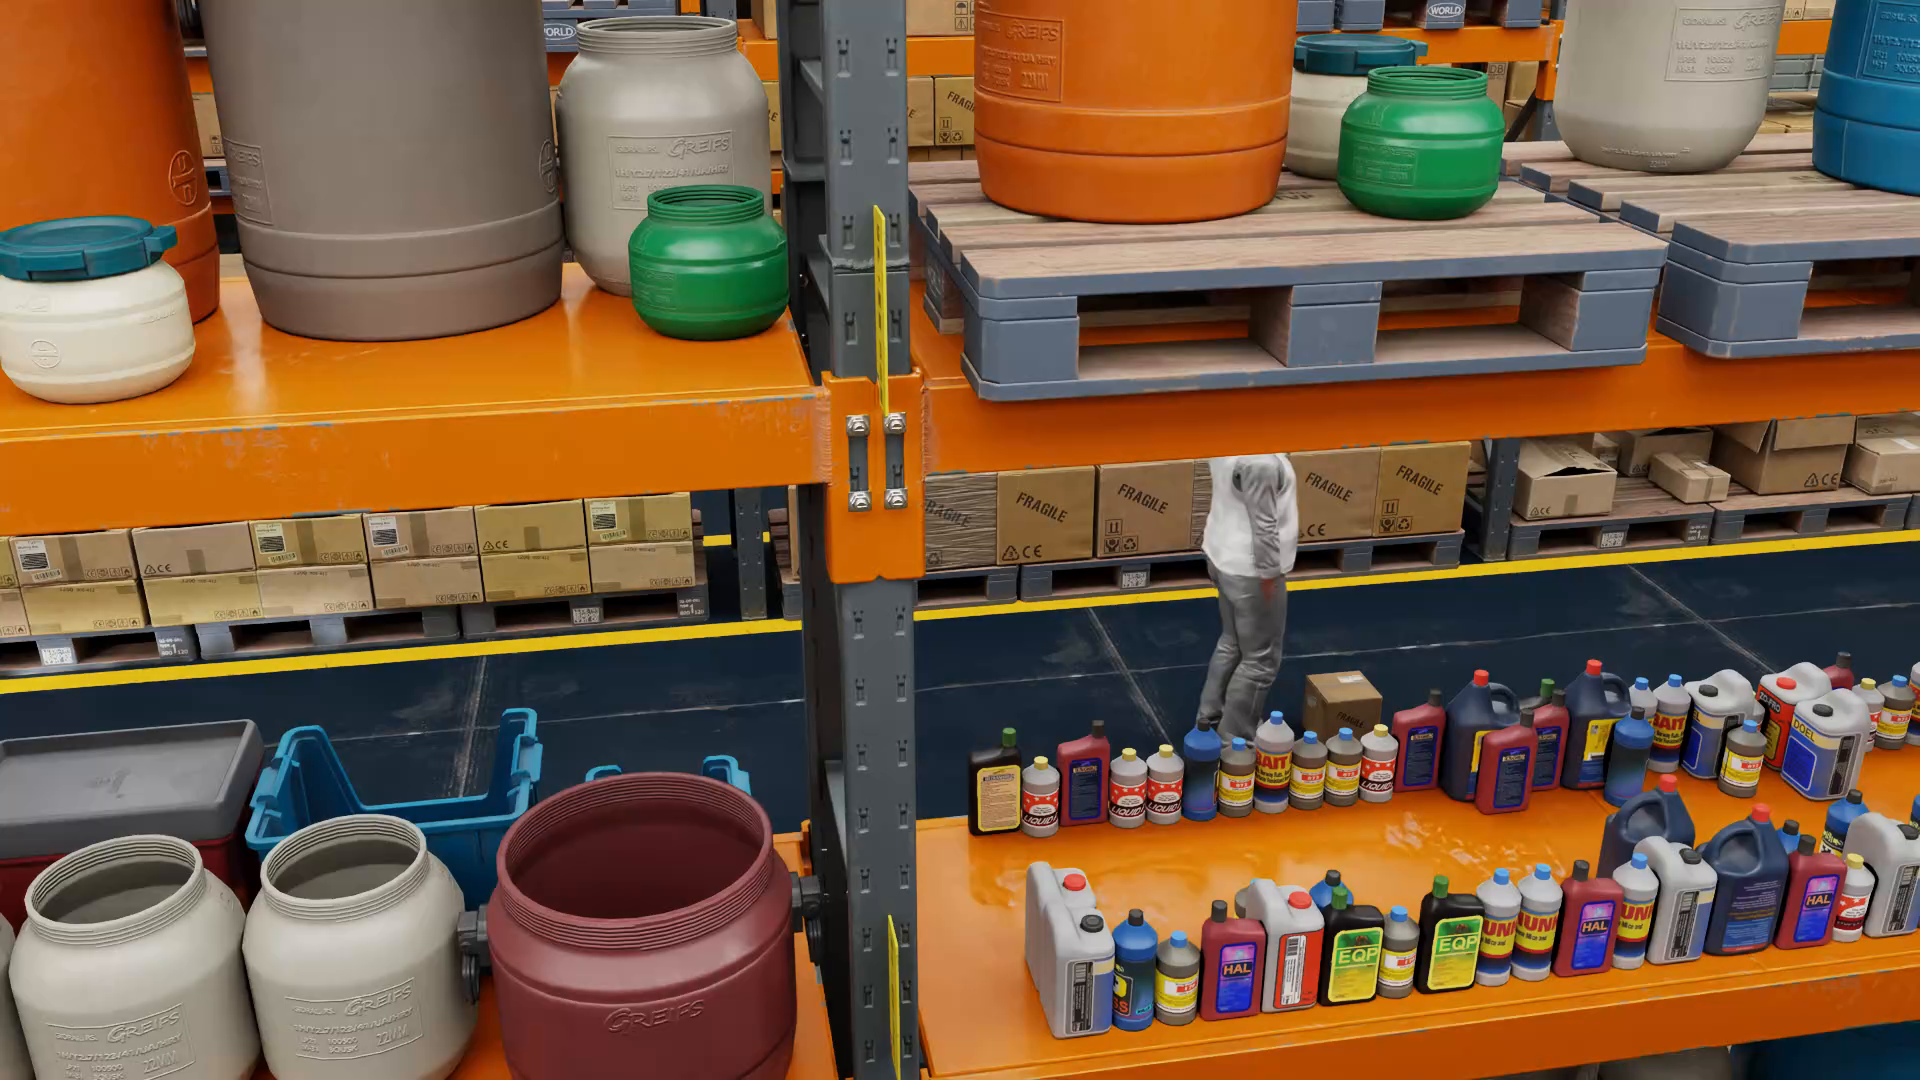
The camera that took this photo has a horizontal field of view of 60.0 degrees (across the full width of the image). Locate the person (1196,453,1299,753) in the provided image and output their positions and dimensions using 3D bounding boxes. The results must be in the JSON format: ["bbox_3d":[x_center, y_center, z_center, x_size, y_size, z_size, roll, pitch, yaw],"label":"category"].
[{"bbox_3d":[1.192,0.081,6.892,0.357,1.763,0.534,-4,23,-9],"label":"person"}]
